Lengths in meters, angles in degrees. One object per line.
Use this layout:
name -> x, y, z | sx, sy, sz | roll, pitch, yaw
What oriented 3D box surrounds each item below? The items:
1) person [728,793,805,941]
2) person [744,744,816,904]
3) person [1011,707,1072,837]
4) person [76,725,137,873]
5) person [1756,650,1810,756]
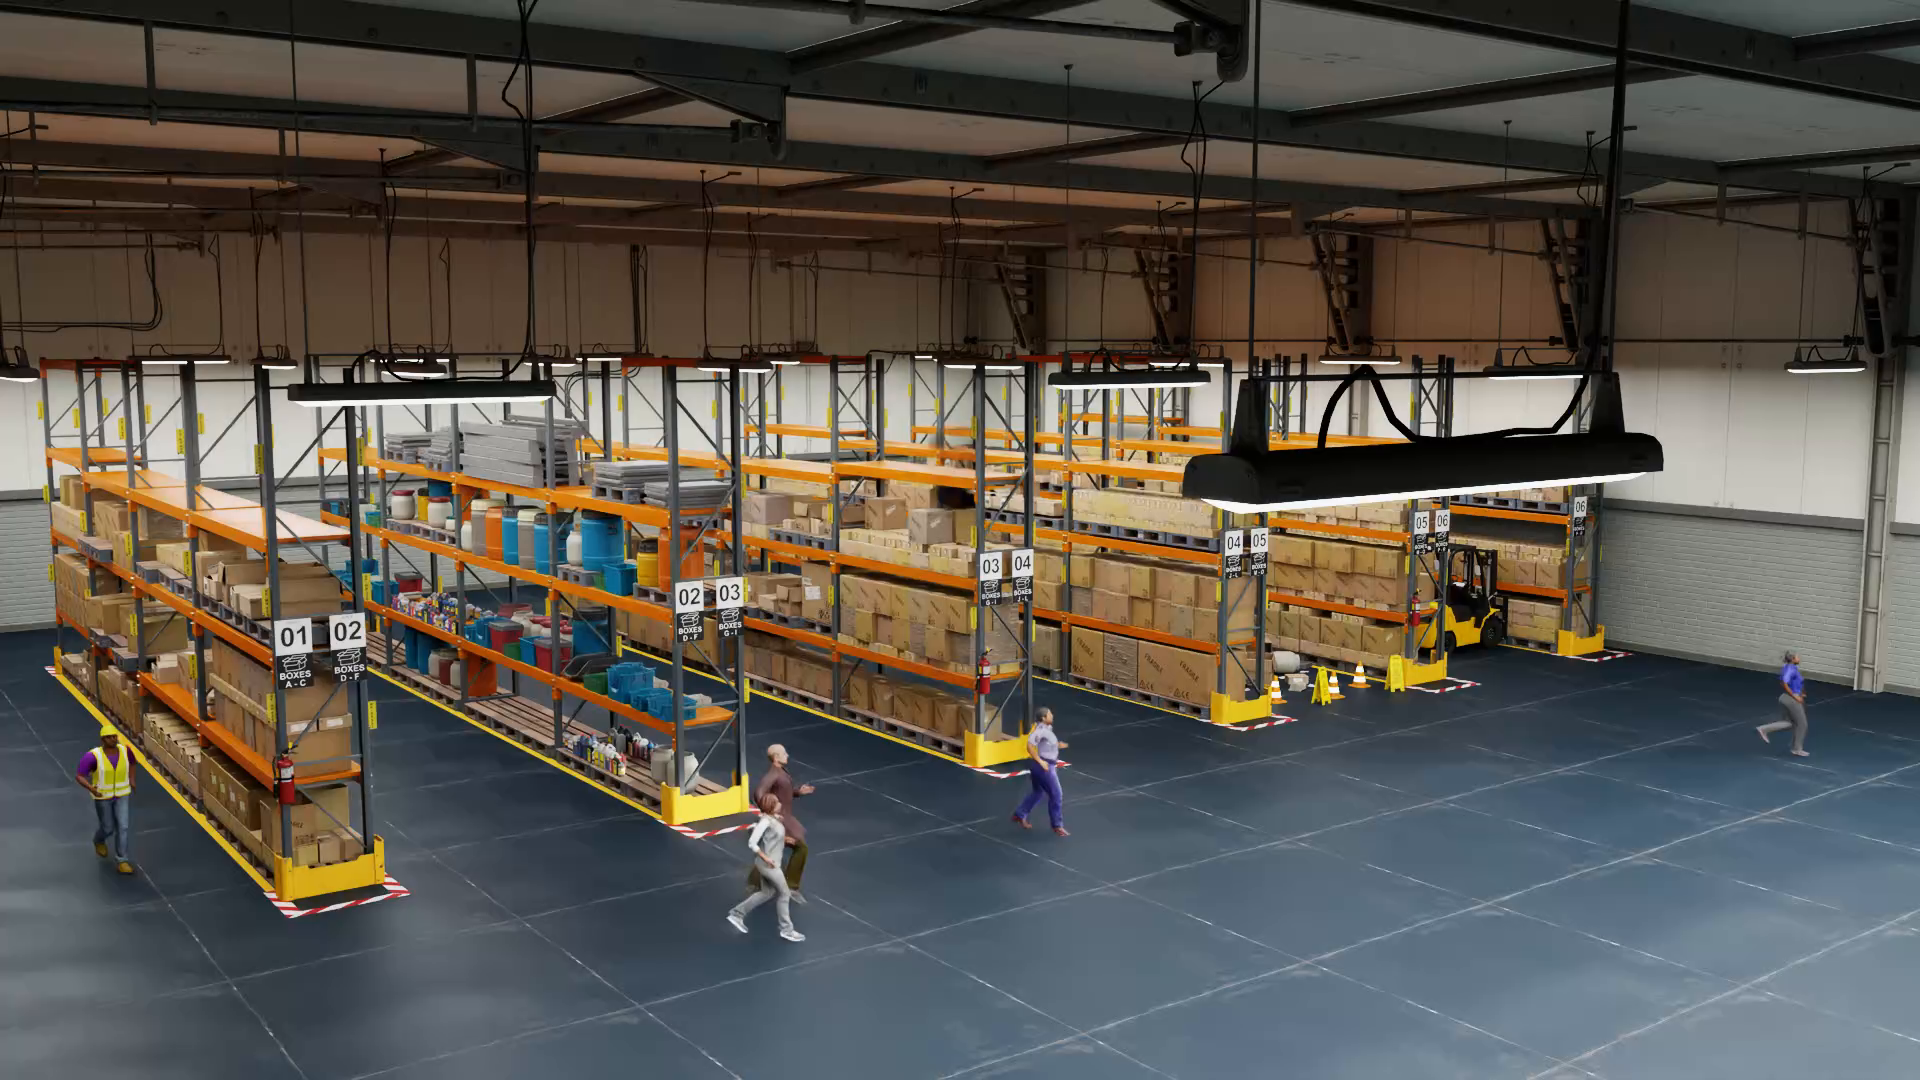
person -> -2.051, 3.444, 17.533 | 0.815, 1.606, 0.526 | -1, 7, -6
person -> -2.034, 3.252, 18.775 | 0.823, 1.751, 0.674 | -1, 7, -11
person -> 1.047, 2.965, 21.320 | 0.777, 1.689, 0.595 | 0, 7, -2
person -> -10.196, 3.074, 19.959 | 0.707, 1.753, 0.884 | -6, 9, -41
person -> 12.644, 2.498, 25.437 | 0.760, 1.629, 0.577 | 1, 7, 11
